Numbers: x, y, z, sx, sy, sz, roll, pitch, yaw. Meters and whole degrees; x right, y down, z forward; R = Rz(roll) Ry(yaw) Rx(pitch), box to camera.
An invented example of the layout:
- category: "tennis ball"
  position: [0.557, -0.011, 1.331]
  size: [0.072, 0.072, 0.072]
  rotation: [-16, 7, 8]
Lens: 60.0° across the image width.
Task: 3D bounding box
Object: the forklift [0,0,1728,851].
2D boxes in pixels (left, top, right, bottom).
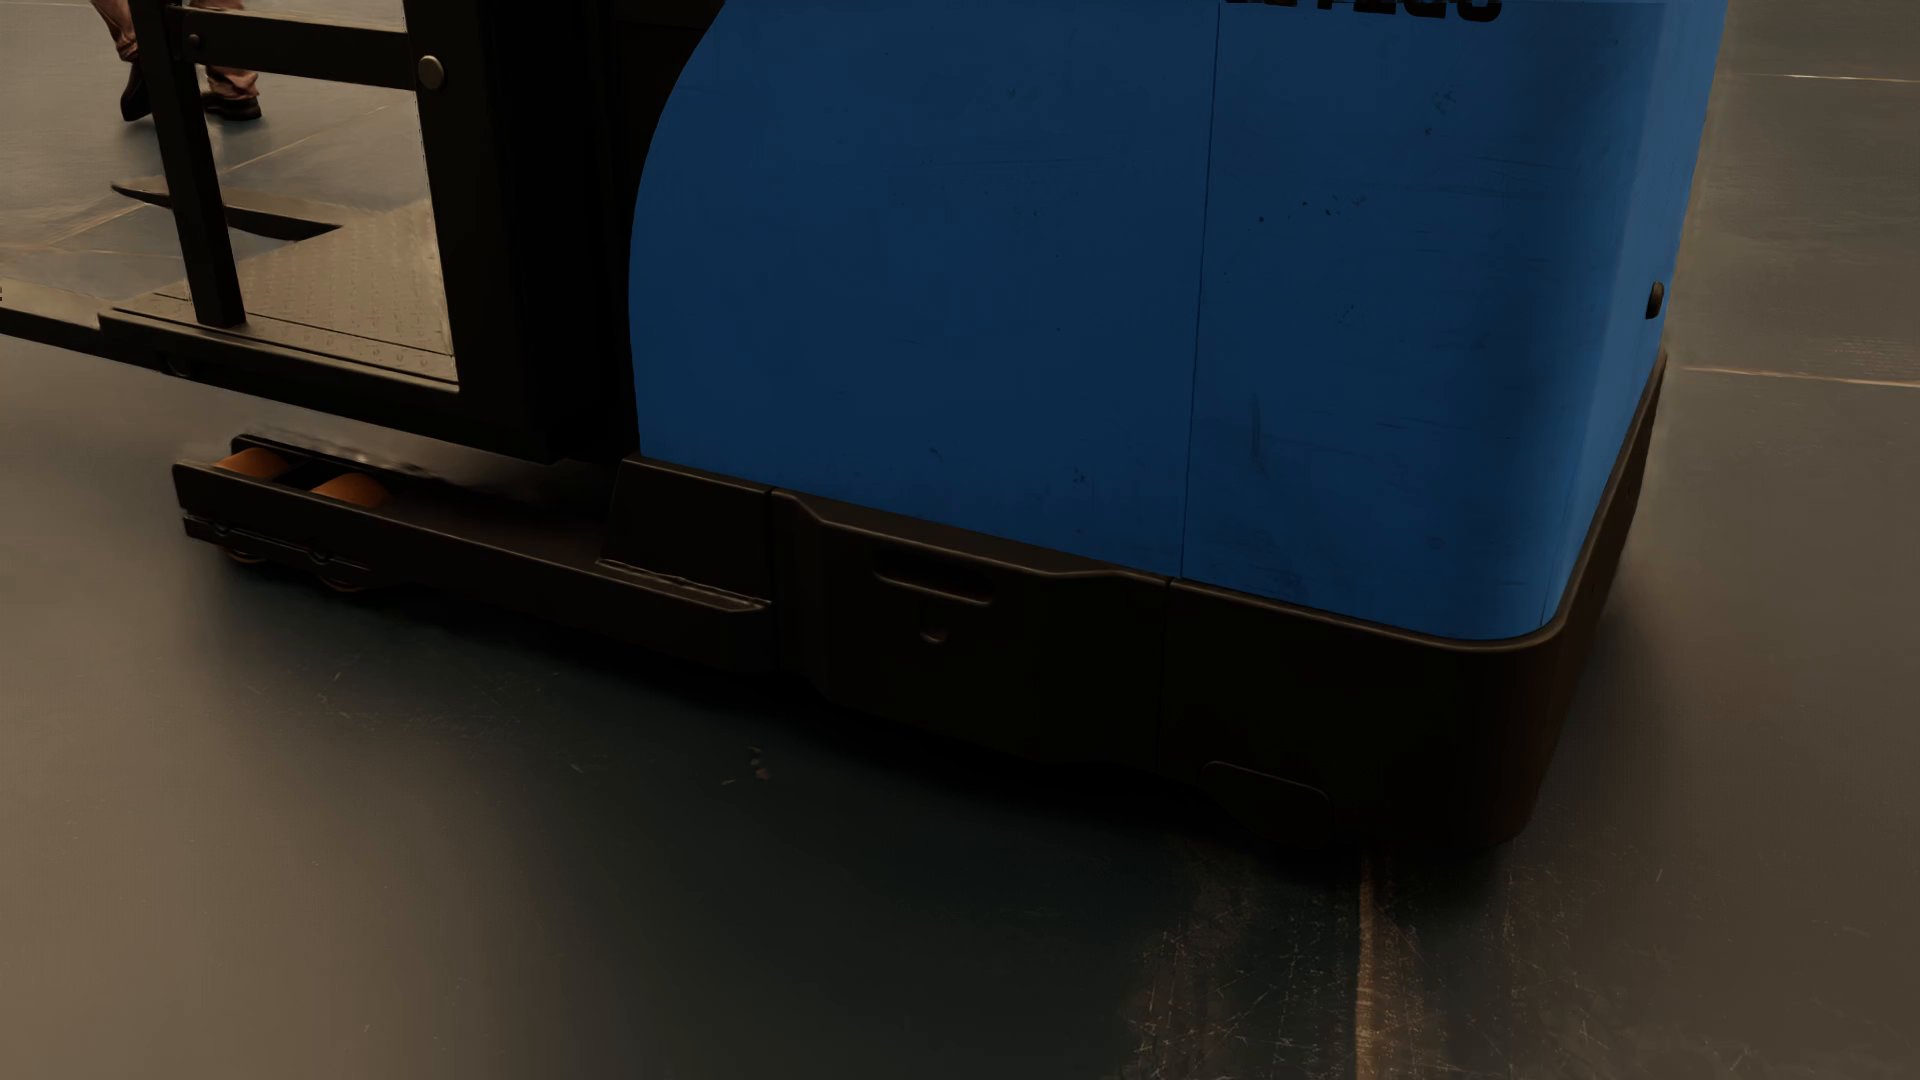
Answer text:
- category: "forklift"
  position: [-0.555, -1.430, 2.080]
  size: [3.031, 2.935, 1.130]
  rotation: [13, 30, 24]

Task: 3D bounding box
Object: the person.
- category: "person"
  position: [-2.320, -2.054, 4.681]
  size: [0.474, 1.702, 0.667]
  rotation: [20, 33, 34]
